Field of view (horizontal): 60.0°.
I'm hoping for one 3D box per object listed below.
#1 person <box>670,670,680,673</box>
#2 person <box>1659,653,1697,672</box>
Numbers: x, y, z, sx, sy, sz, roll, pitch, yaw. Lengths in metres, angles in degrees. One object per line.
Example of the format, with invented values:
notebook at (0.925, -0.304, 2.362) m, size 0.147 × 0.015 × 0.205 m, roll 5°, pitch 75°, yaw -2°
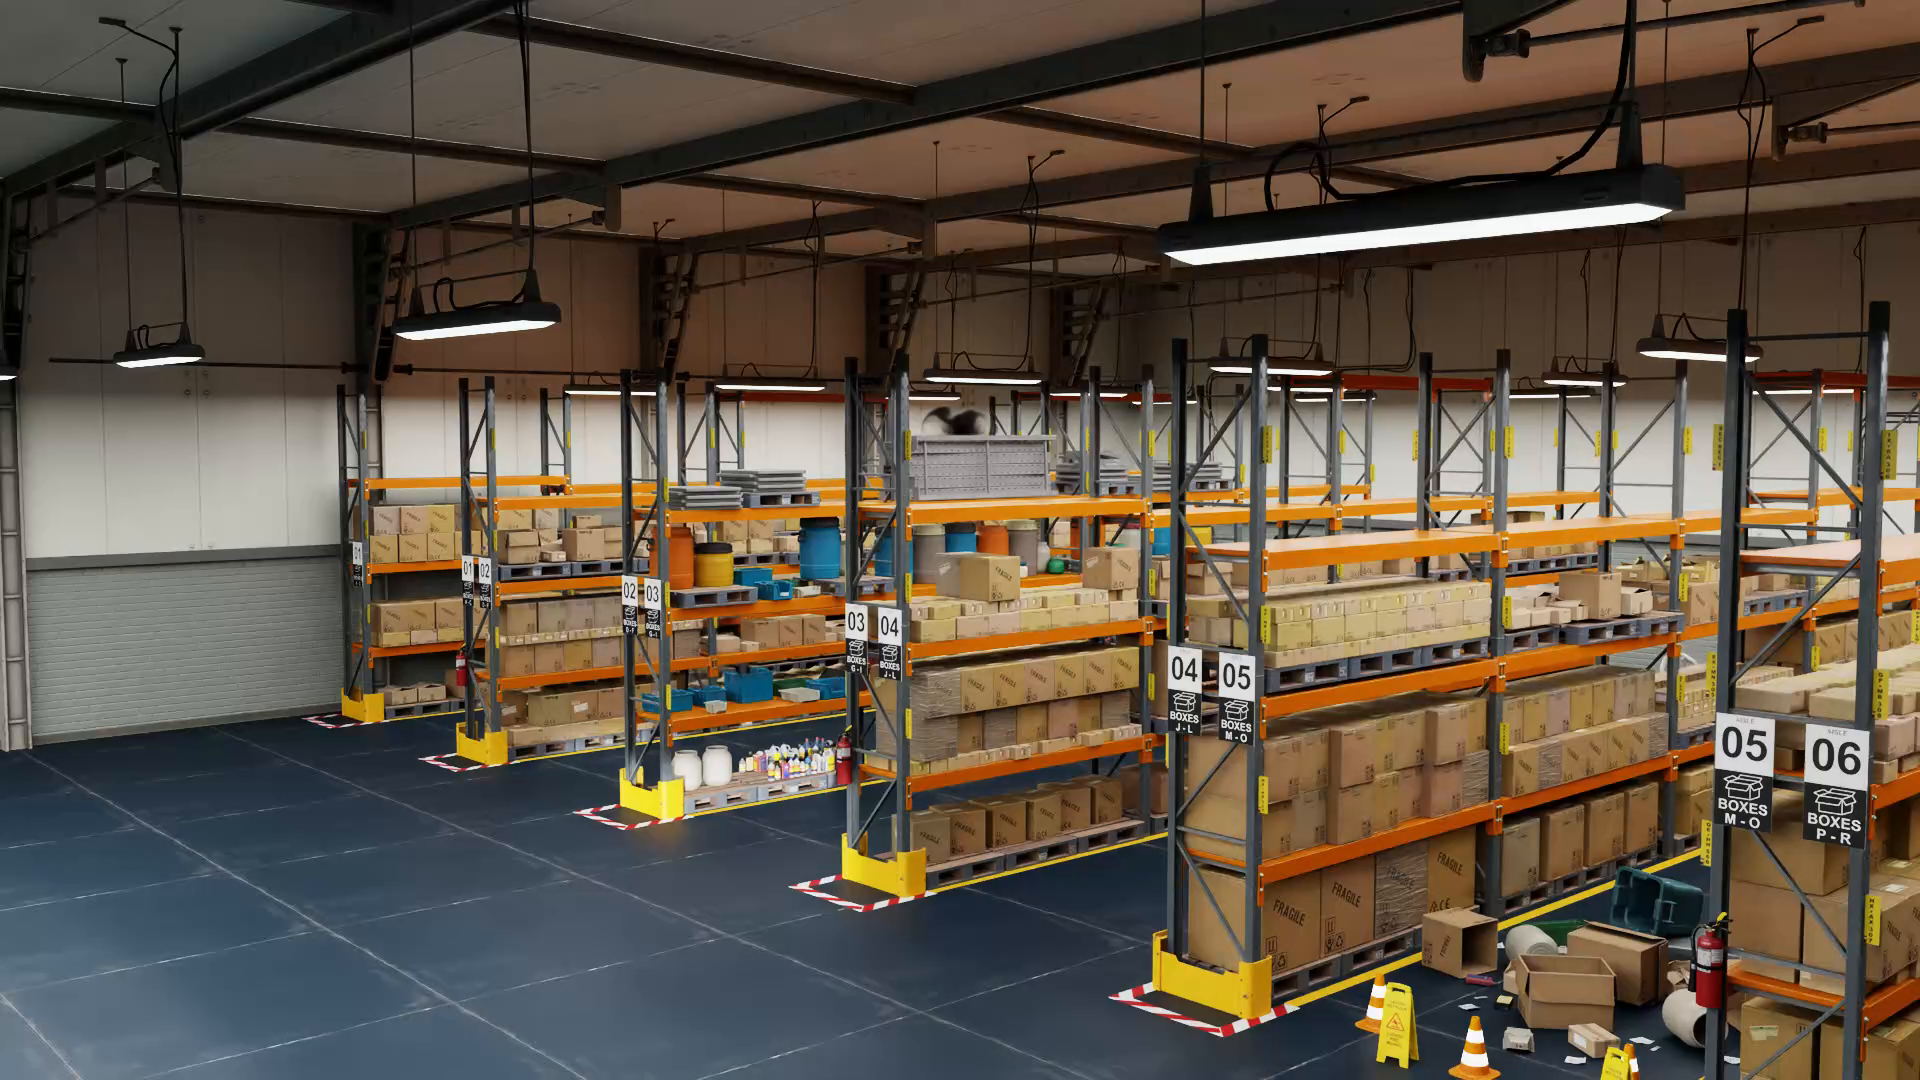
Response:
person at (-5.382, 2.389, 30.953) m, size 0.645 × 1.496 × 0.811 m, roll 2°, pitch 4°, yaw 27°
person at (12.293, 2.498, 28.511) m, size 0.572 × 1.549 × 0.715 m, roll 2°, pitch 4°, yaw 29°
